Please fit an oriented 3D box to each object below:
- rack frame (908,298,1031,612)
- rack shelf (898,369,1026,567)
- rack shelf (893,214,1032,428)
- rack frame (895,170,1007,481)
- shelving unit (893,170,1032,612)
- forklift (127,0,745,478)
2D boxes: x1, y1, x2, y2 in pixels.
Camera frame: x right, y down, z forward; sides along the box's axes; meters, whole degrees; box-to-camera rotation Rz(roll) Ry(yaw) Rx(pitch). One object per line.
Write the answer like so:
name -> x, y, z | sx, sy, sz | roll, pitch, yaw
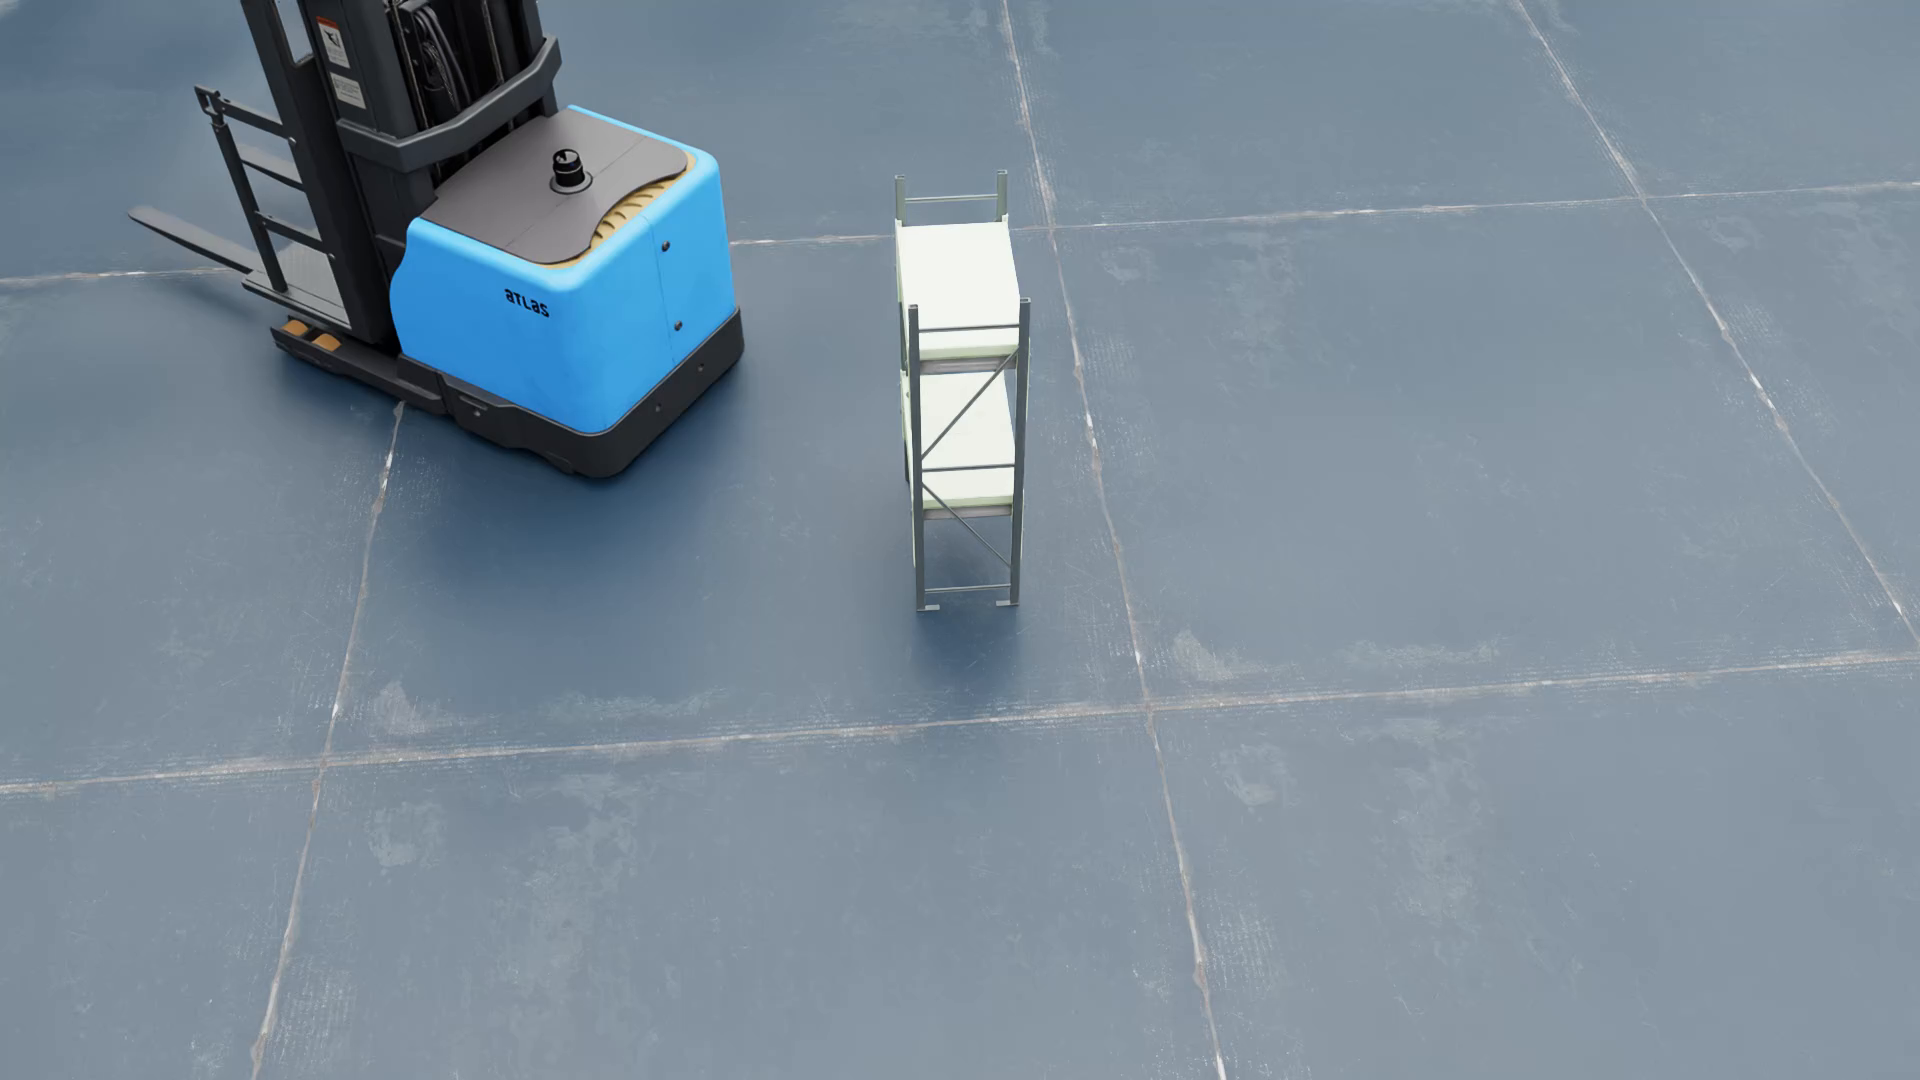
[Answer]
rack frame -> 0.030, -0.256, 5.959 | 0.400, 1.500, 0.023 | -3, 47, -3
rack shelf -> -0.001, -0.296, 6.447 | 0.431, 0.370, 0.720 | -3, 47, -3
rack shelf -> -0.001, -0.789, 5.927 | 0.431, 0.370, 0.720 | -3, 47, -3
rack frame -> -0.031, -0.785, 6.461 | 0.400, 1.500, 0.023 | -3, 47, -3
shelving unit -> -0.001, -0.521, 6.210 | 0.431, 1.500, 0.755 | -3, 47, -3
forklift -> -2.500, -2.071, 6.693 | 3.031, 2.935, 1.130 | 23, 51, 20
